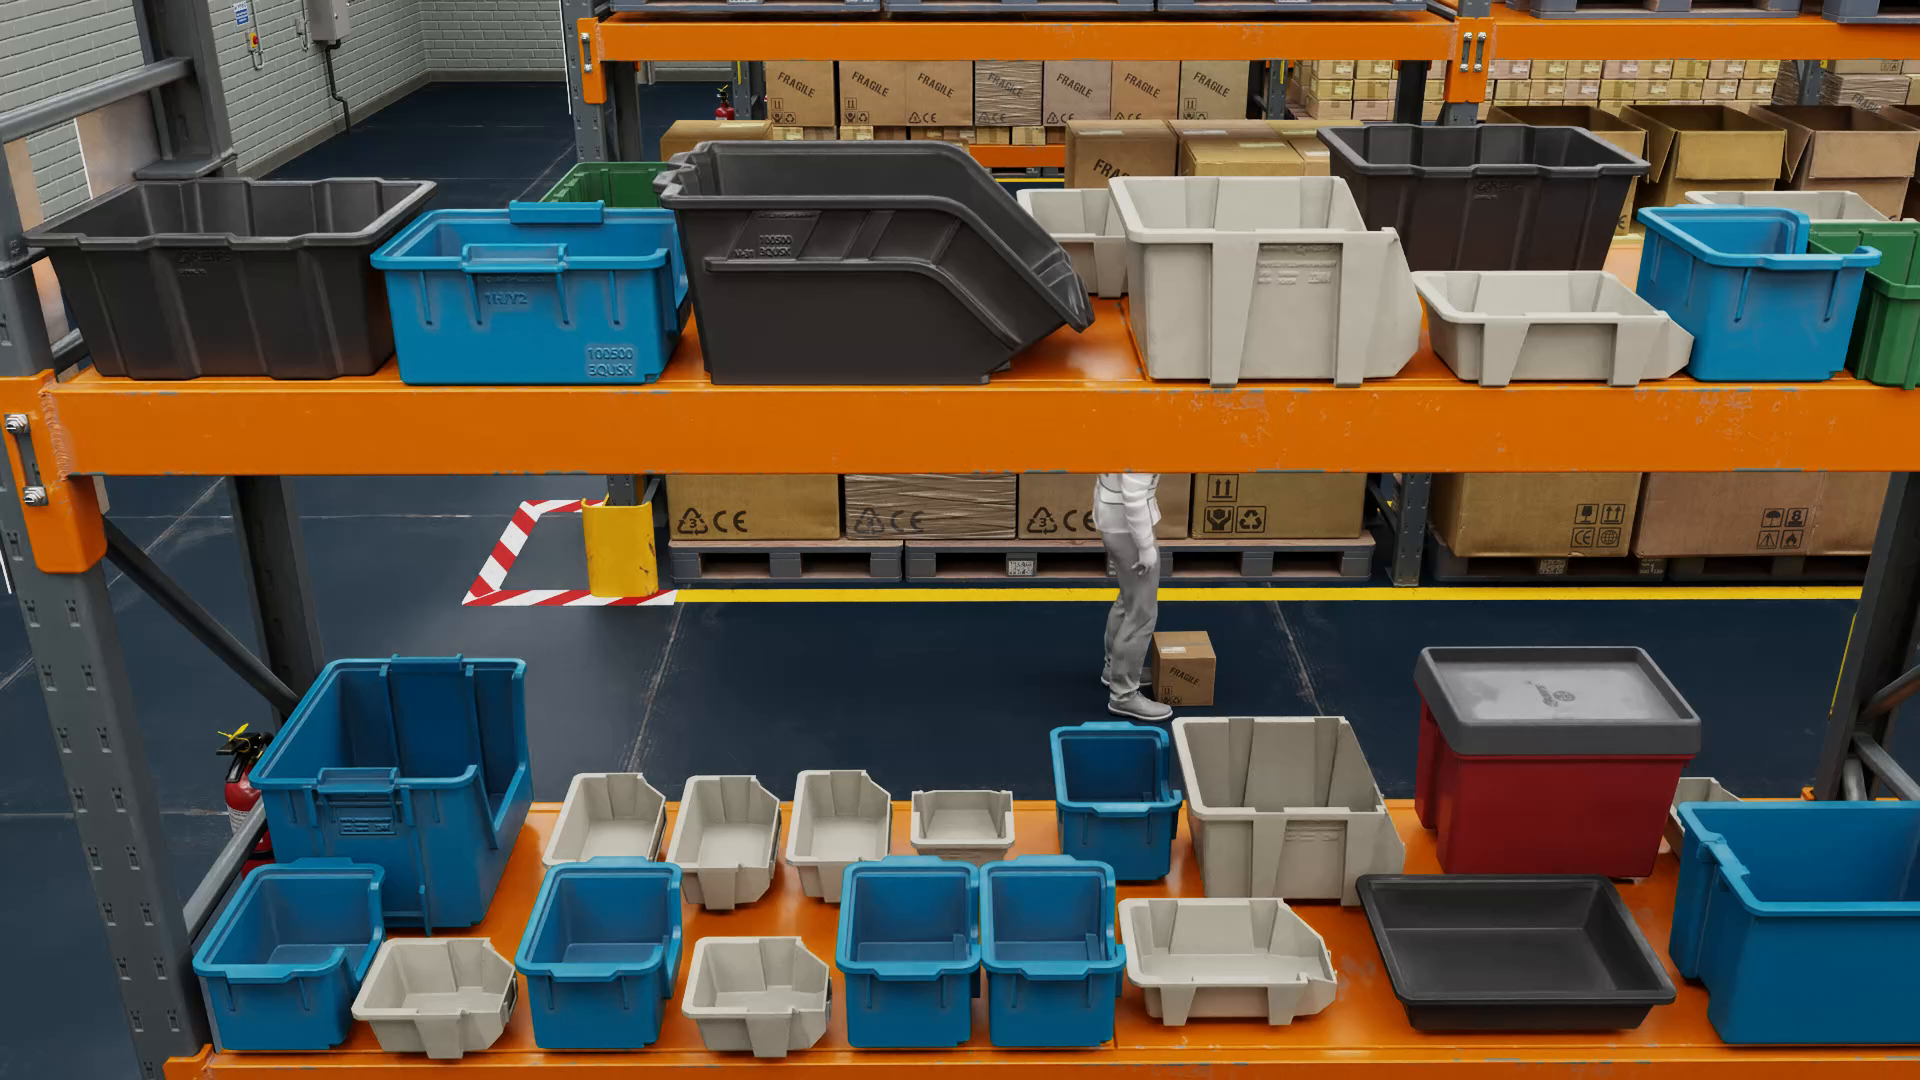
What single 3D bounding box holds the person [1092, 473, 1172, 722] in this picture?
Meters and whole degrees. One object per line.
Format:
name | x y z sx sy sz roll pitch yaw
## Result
person | 0.764 -0.054 7.219 0.375 1.663 0.526 0 24 -1
